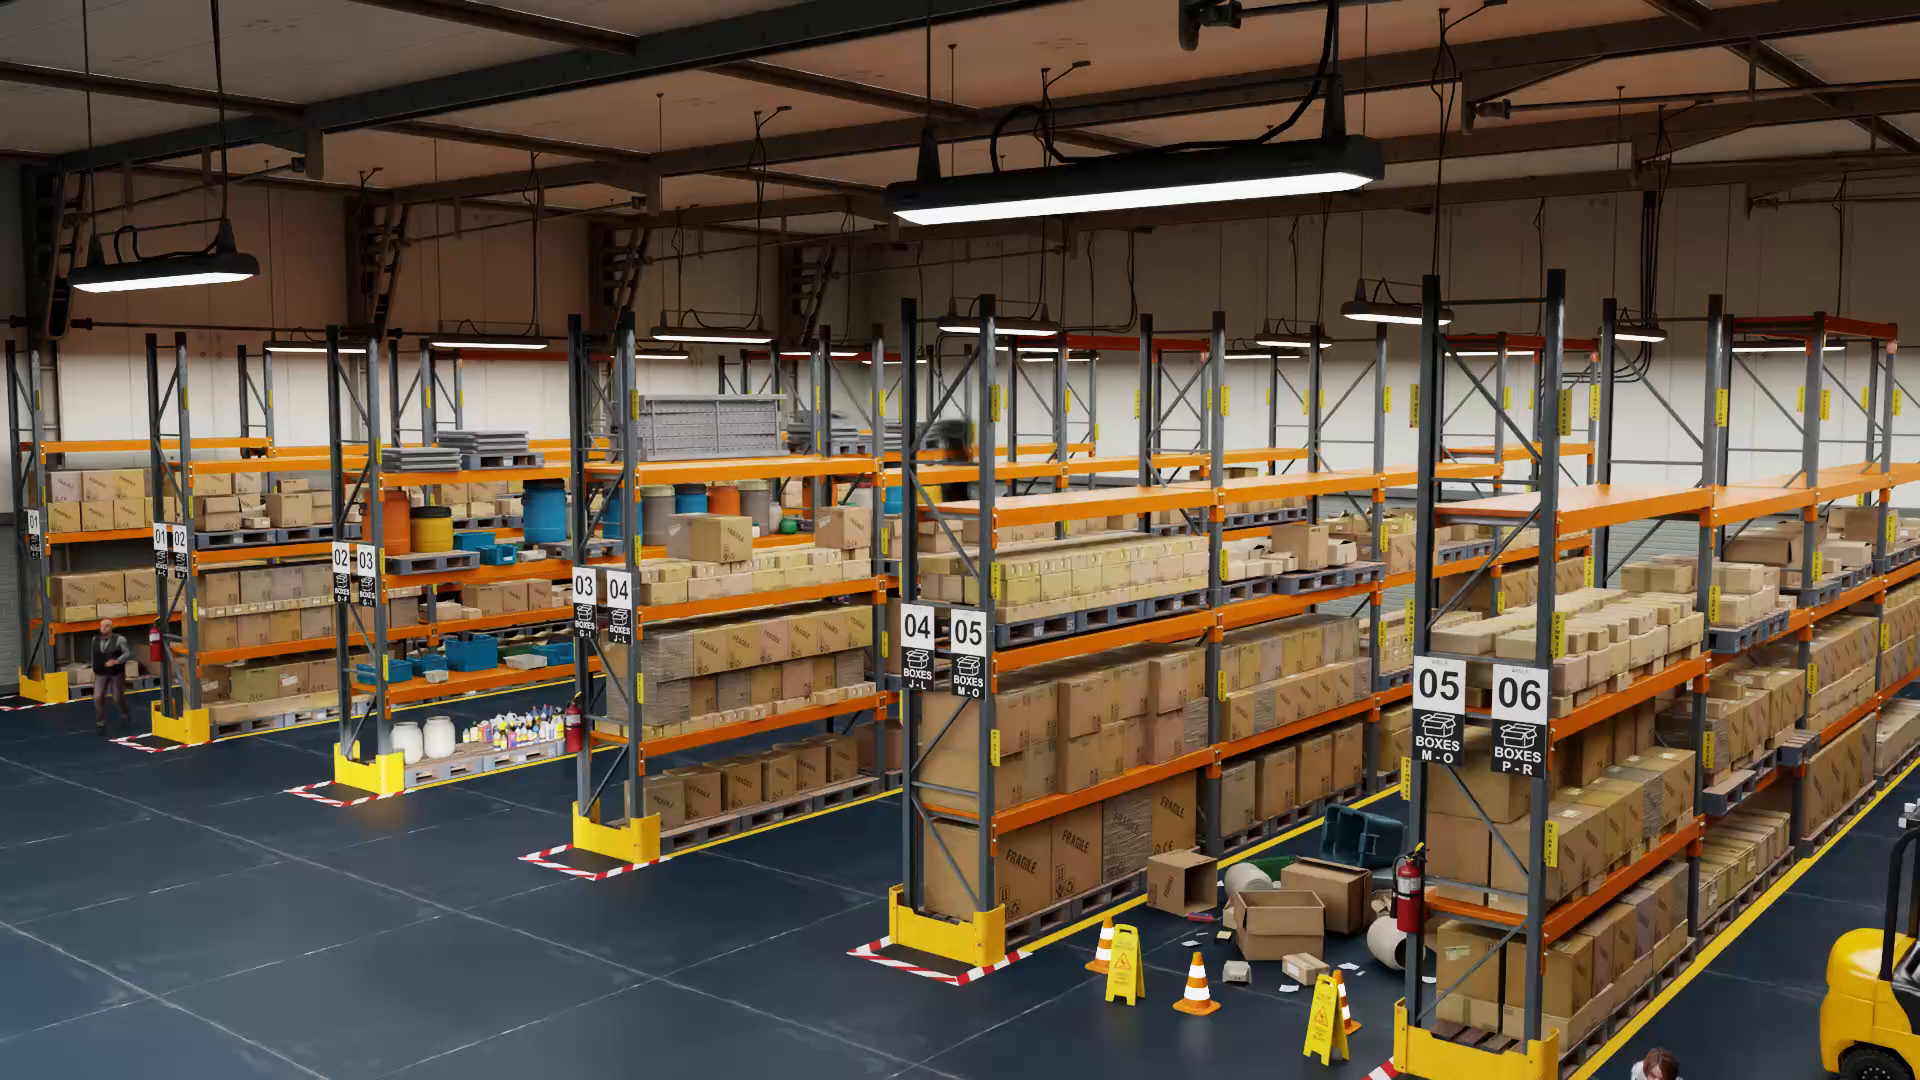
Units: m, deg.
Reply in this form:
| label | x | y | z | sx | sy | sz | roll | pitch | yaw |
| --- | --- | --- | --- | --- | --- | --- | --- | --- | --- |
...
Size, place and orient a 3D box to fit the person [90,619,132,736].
| label | x | y | z | sx | sy | sz | roll | pitch | yaw |
| --- | --- | --- | --- | --- | --- | --- | --- | --- | --- |
| person | -12.844 | 2.040 | 25.151 | 0.673 | 1.718 | 0.825 | 0 | 5 | -5 |

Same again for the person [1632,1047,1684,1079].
| label | x | y | z | sx | sy | sz | roll | pitch | yaw |
| --- | --- | --- | --- | --- | --- | --- | --- | --- | --- |
| person | 4.175 | 3.559 | 9.768 | 0.511 | 1.412 | 0.997 | 4 | 6 | 37 |
